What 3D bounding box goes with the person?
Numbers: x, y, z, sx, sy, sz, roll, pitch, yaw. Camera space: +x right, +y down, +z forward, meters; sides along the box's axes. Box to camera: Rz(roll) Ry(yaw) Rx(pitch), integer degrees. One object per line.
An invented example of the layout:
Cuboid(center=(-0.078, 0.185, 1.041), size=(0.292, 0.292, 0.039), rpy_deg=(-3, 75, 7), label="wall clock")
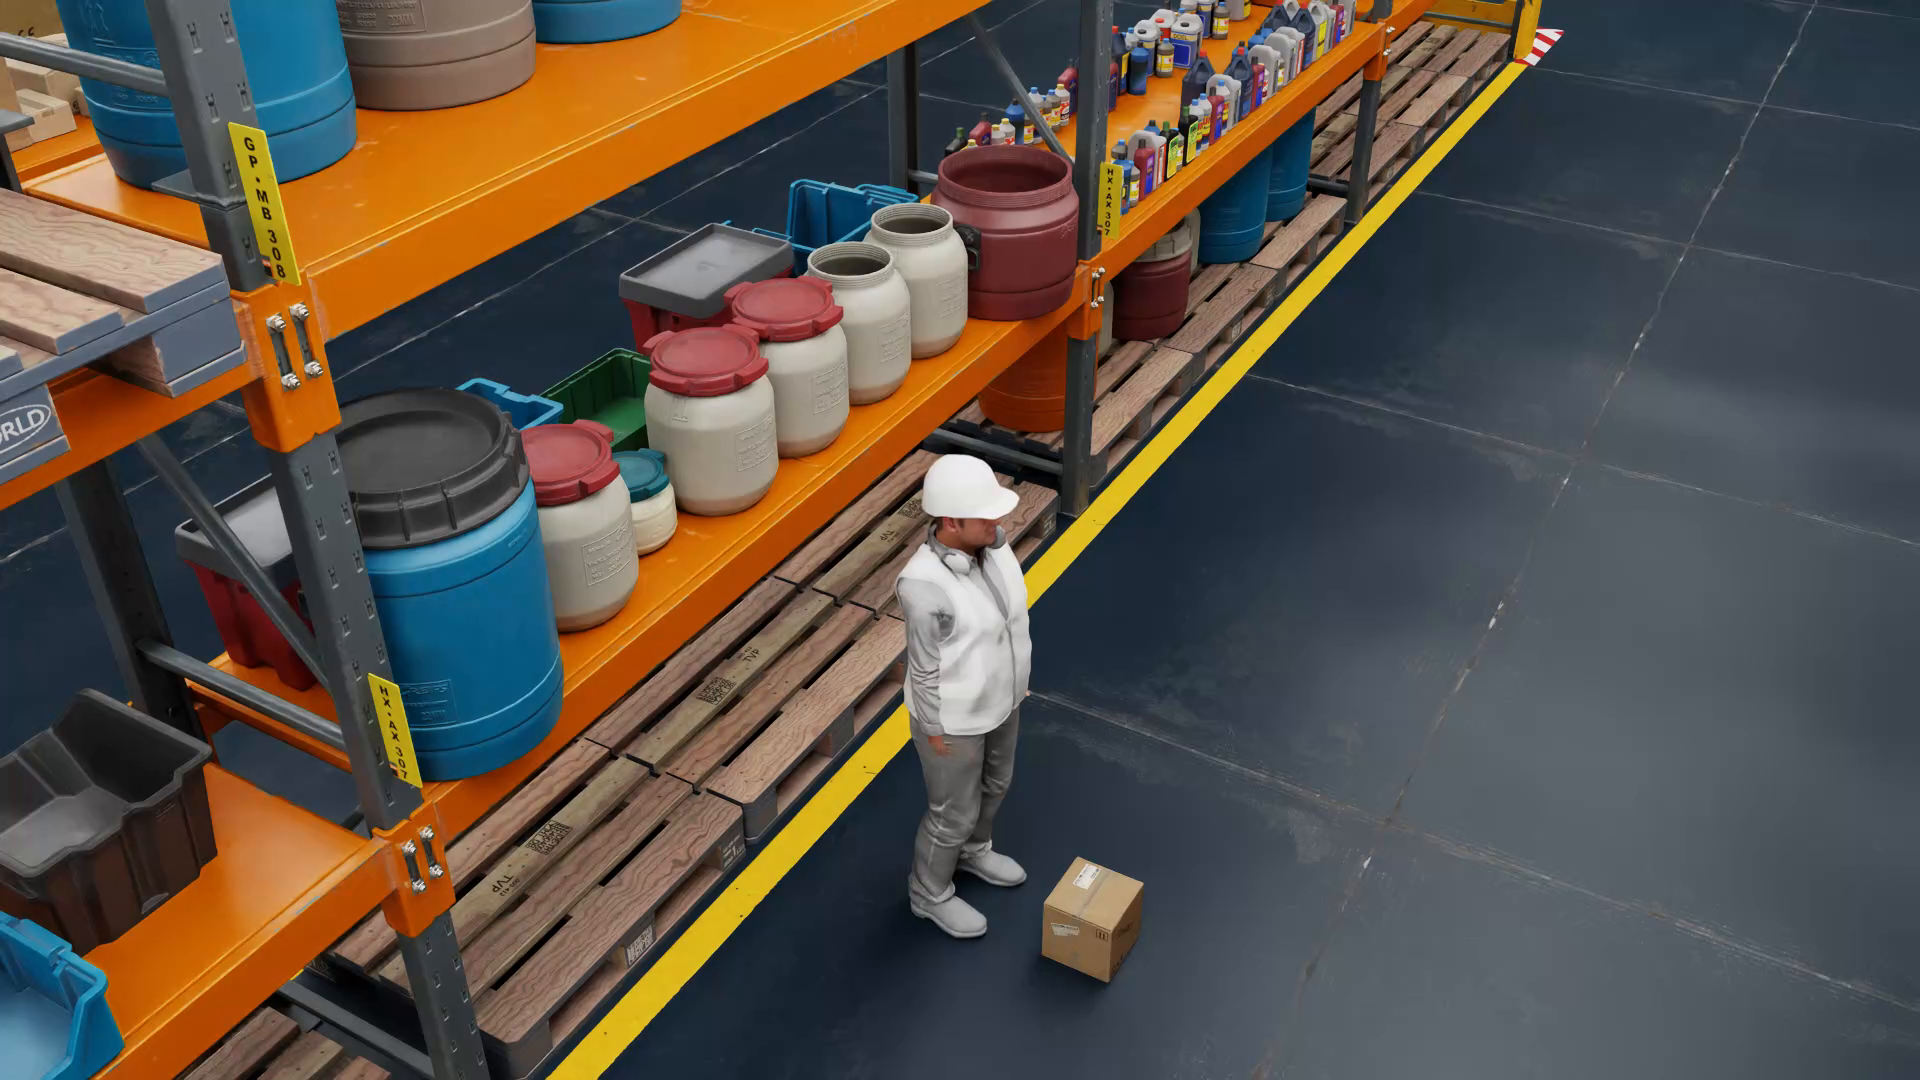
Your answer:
Cuboid(center=(0.032, 0.503, 5.377), size=(0.359, 1.767, 0.531), rpy_deg=(19, 38, 25), label="person")
